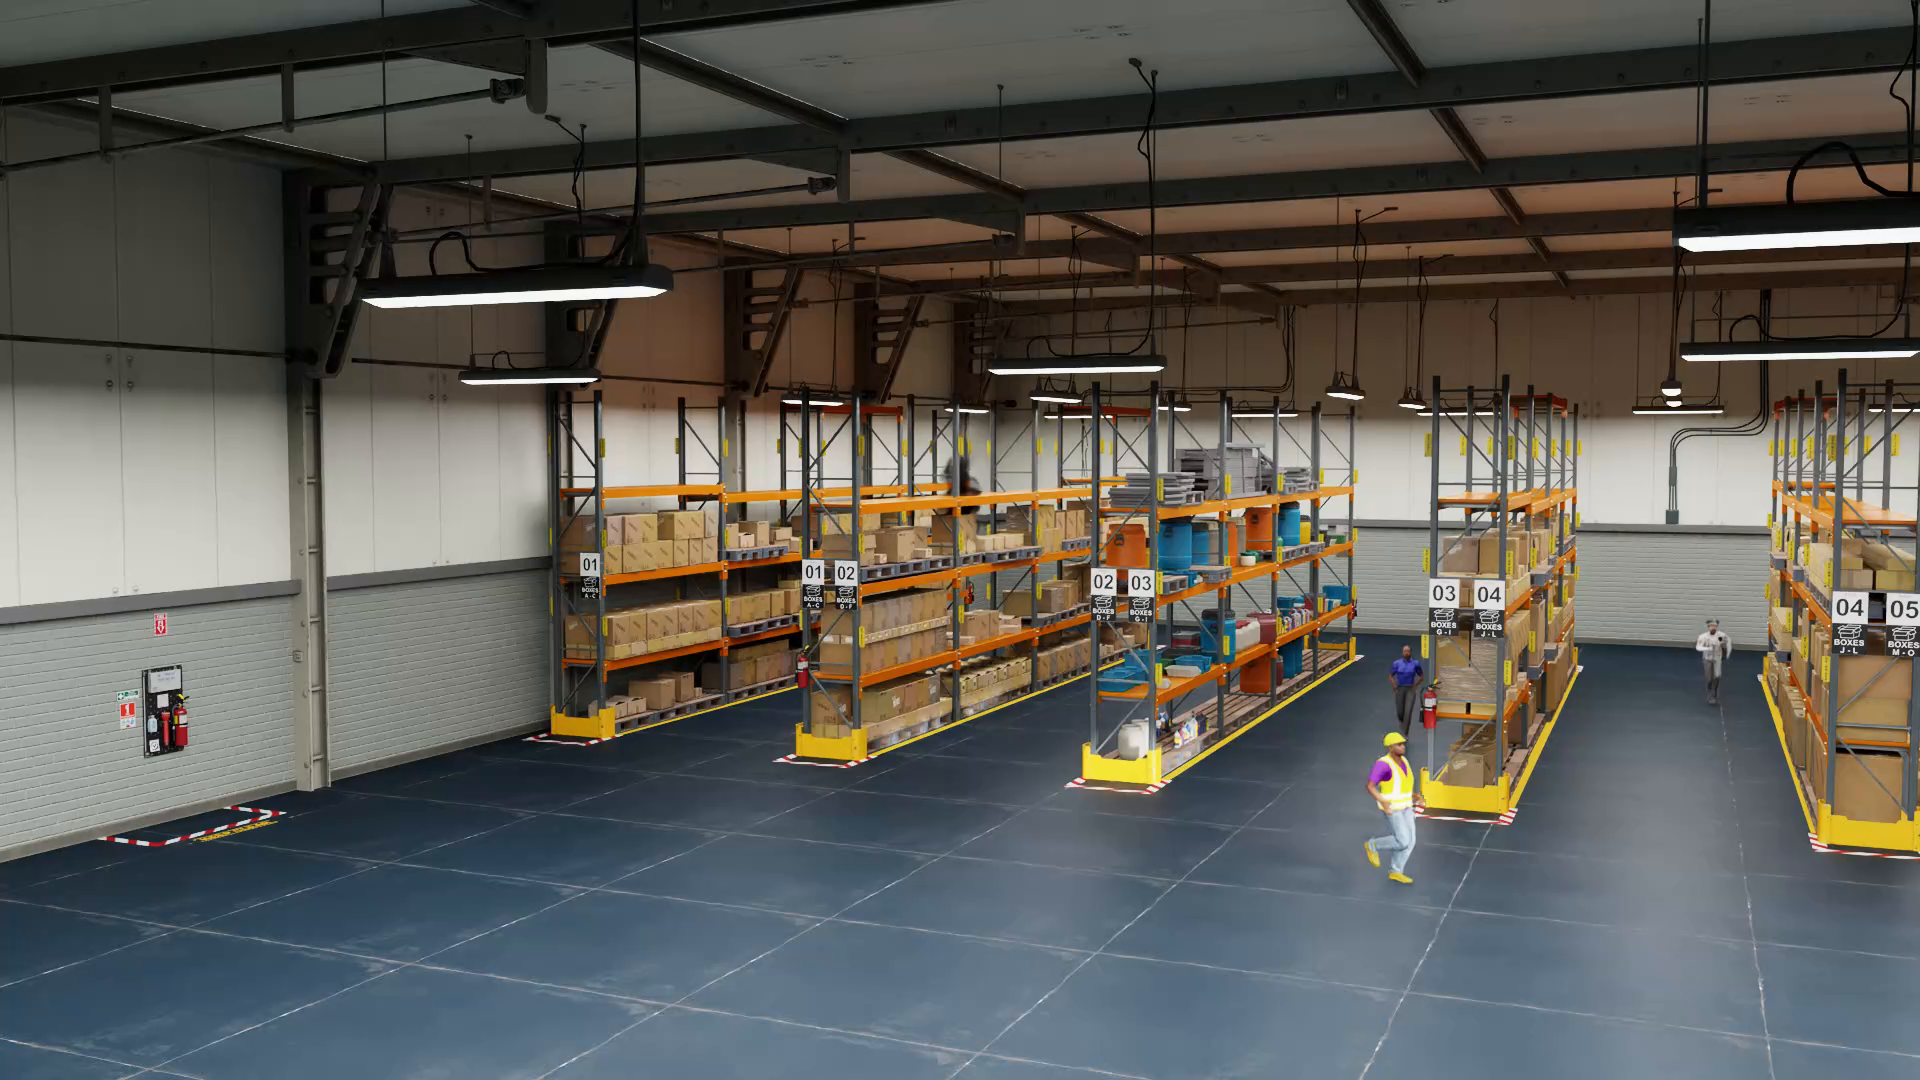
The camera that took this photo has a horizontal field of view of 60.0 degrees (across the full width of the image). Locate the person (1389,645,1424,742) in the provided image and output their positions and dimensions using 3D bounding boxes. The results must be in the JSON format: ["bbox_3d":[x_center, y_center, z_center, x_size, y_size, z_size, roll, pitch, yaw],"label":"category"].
[{"bbox_3d":[7.662,2.611,28.562,0.593,1.618,0.727,1,3,15],"label":"person"}]

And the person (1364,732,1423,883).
[{"bbox_3d":[5.011,3.081,19.260,0.702,1.719,0.589,-3,4,-40],"label":"person"}]

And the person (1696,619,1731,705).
[{"bbox_3d":[14.705,2.367,32.449,0.641,1.684,0.793,1,3,20],"label":"person"}]
